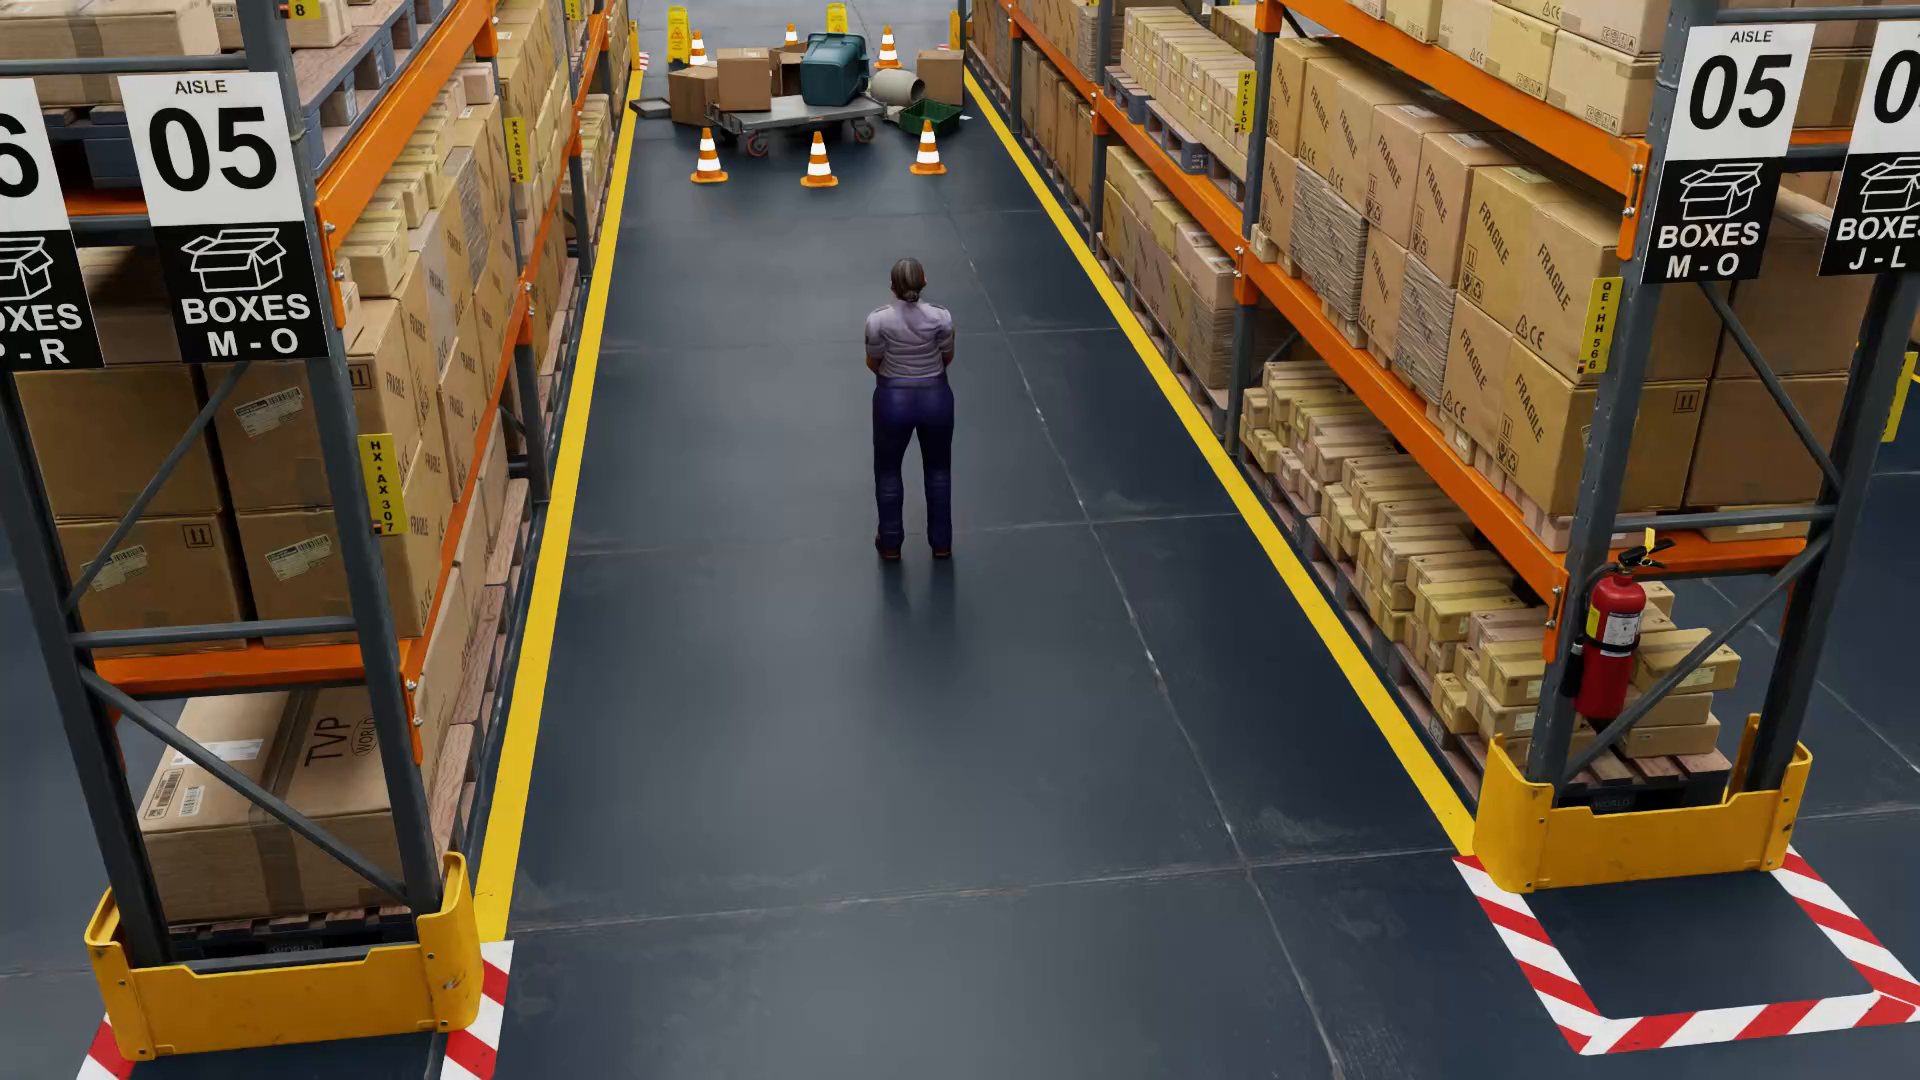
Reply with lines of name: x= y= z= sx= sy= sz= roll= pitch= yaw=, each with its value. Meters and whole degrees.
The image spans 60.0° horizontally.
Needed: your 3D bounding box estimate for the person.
person: x=-0.259 y=-0.696 z=8.507 sx=0.452 sy=1.622 sz=0.522 roll=-4 pitch=28 yaw=-7
